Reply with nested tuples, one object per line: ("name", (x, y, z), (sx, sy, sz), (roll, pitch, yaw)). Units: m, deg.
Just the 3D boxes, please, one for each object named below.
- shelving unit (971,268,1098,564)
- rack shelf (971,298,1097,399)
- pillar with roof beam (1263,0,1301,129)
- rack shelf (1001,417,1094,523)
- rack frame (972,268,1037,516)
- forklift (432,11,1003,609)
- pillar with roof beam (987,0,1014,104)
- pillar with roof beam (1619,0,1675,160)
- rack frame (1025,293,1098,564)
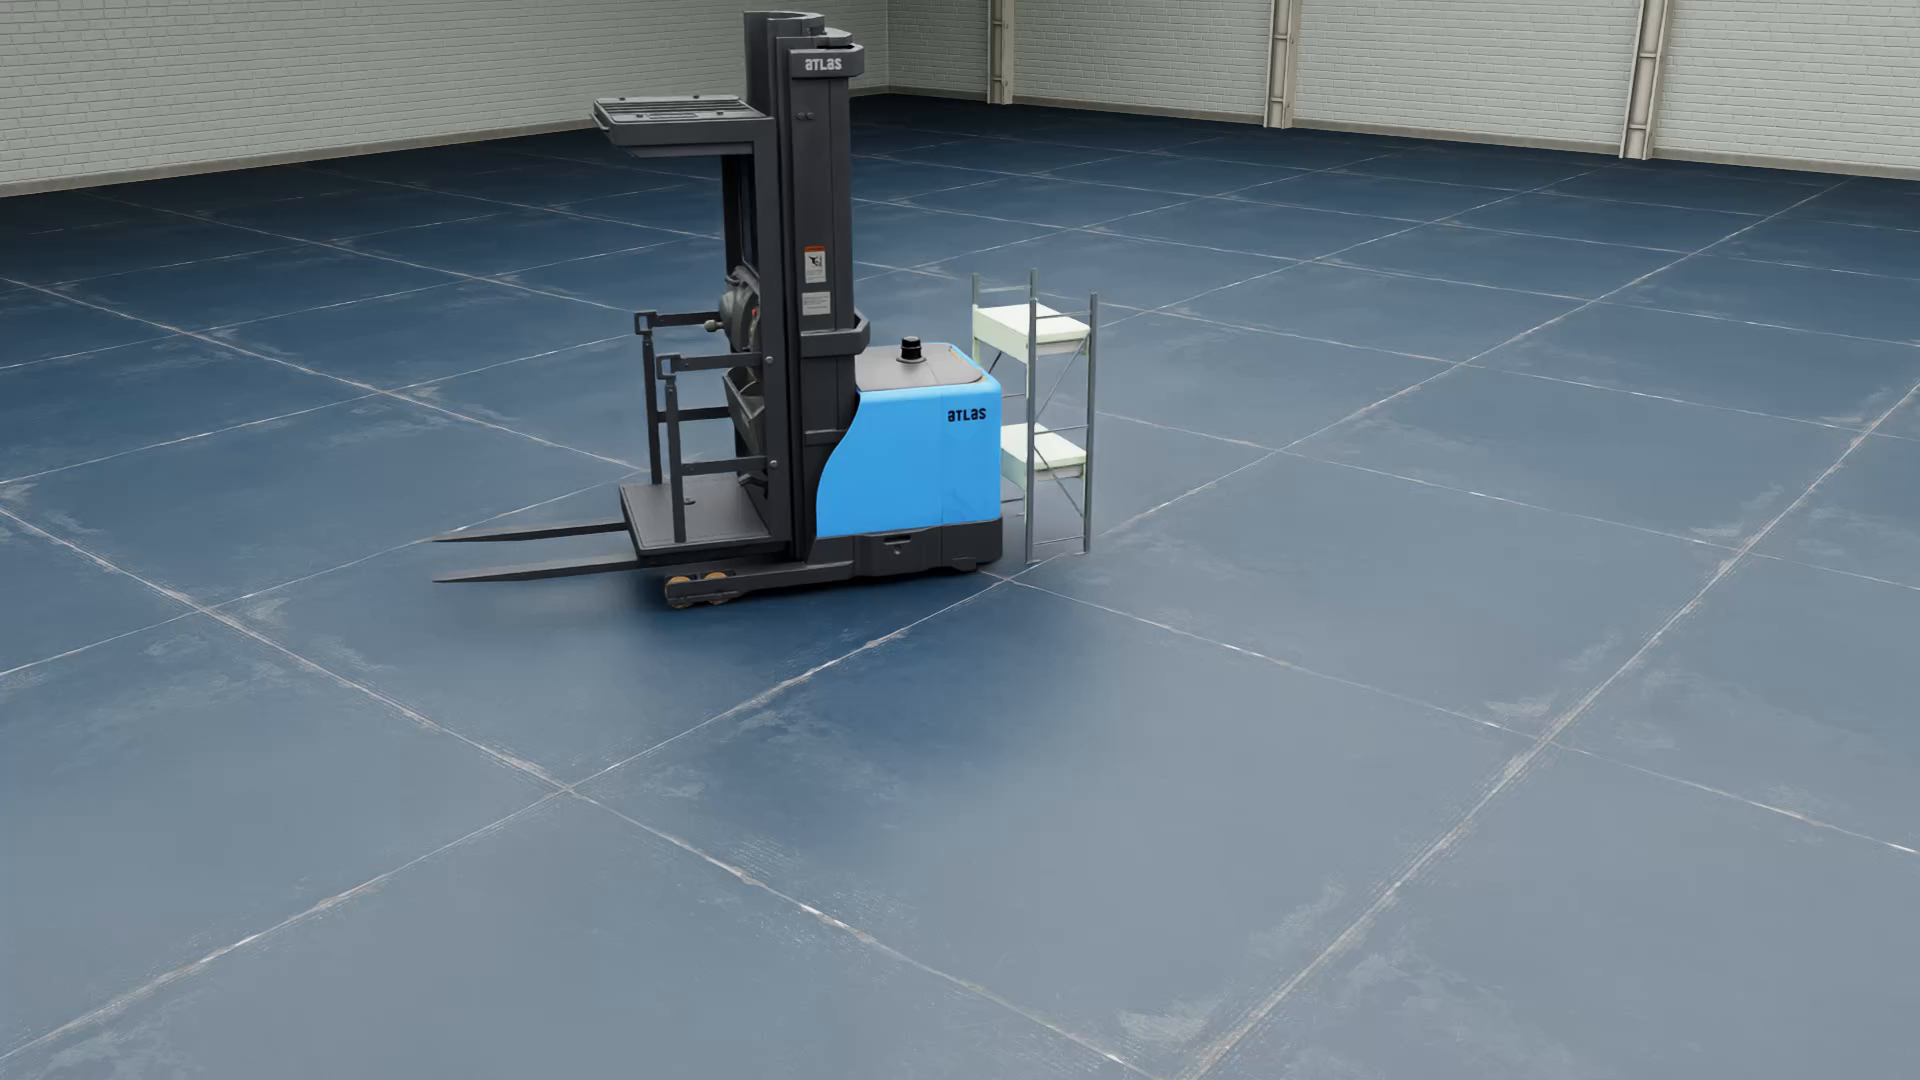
("shelving unit", (0.406, -0.717, 9.443), (0.431, 1.500, 0.755), (-9, 22, -22))
("rack shelf", (0.406, -1.082, 9.305), (0.431, 0.370, 0.720), (-9, 22, -22))
("pillar with roof beam", (2.695, -10.070, 23.618), (0.400, 9.000, 9.100), (16, 26, 36))
("rack shelf", (0.406, -0.412, 9.558), (0.431, 0.370, 0.720), (-9, 22, -22))
("rack frame", (0.257, -0.835, 9.756), (0.400, 1.500, 0.023), (-9, 22, -22))
("forklift", (-1.338, -1.220, 8.749), (3.031, 2.935, 1.130), (-6, 21, -16))
("pillar with roof beam", (-1.953, -11.408, 27.168), (0.400, 9.000, 9.100), (16, 26, 36))
("pillar with roof beam", (7.344, -8.731, 20.068), (0.400, 9.000, 9.100), (16, 26, 36))
("rack frame", (0.555, -0.599, 9.130), (0.400, 1.500, 0.023), (-9, 22, -22))
